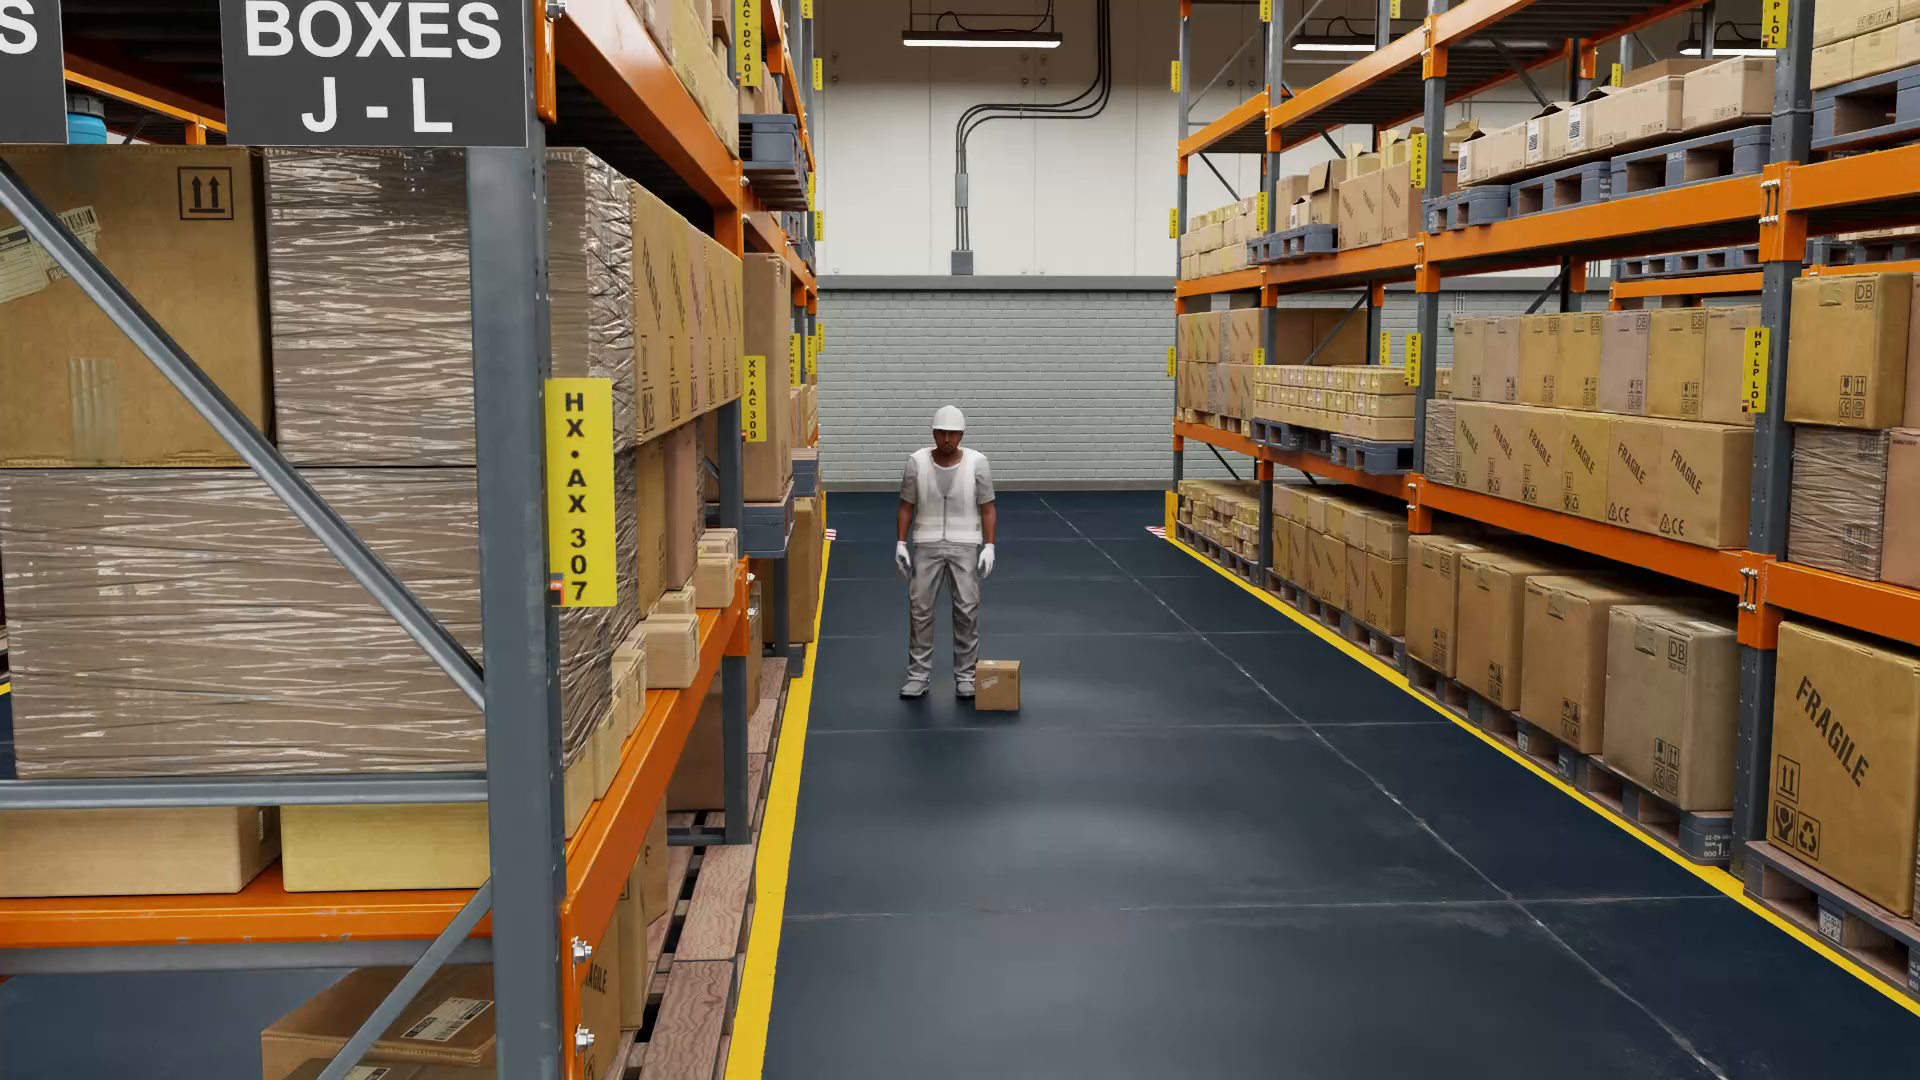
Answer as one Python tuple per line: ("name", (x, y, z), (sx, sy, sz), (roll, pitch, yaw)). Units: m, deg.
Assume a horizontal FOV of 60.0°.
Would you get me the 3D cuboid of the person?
("person", (-0.090, 0.068, 10.121), (0.616, 1.774, 0.448), (1, 7, 4))
